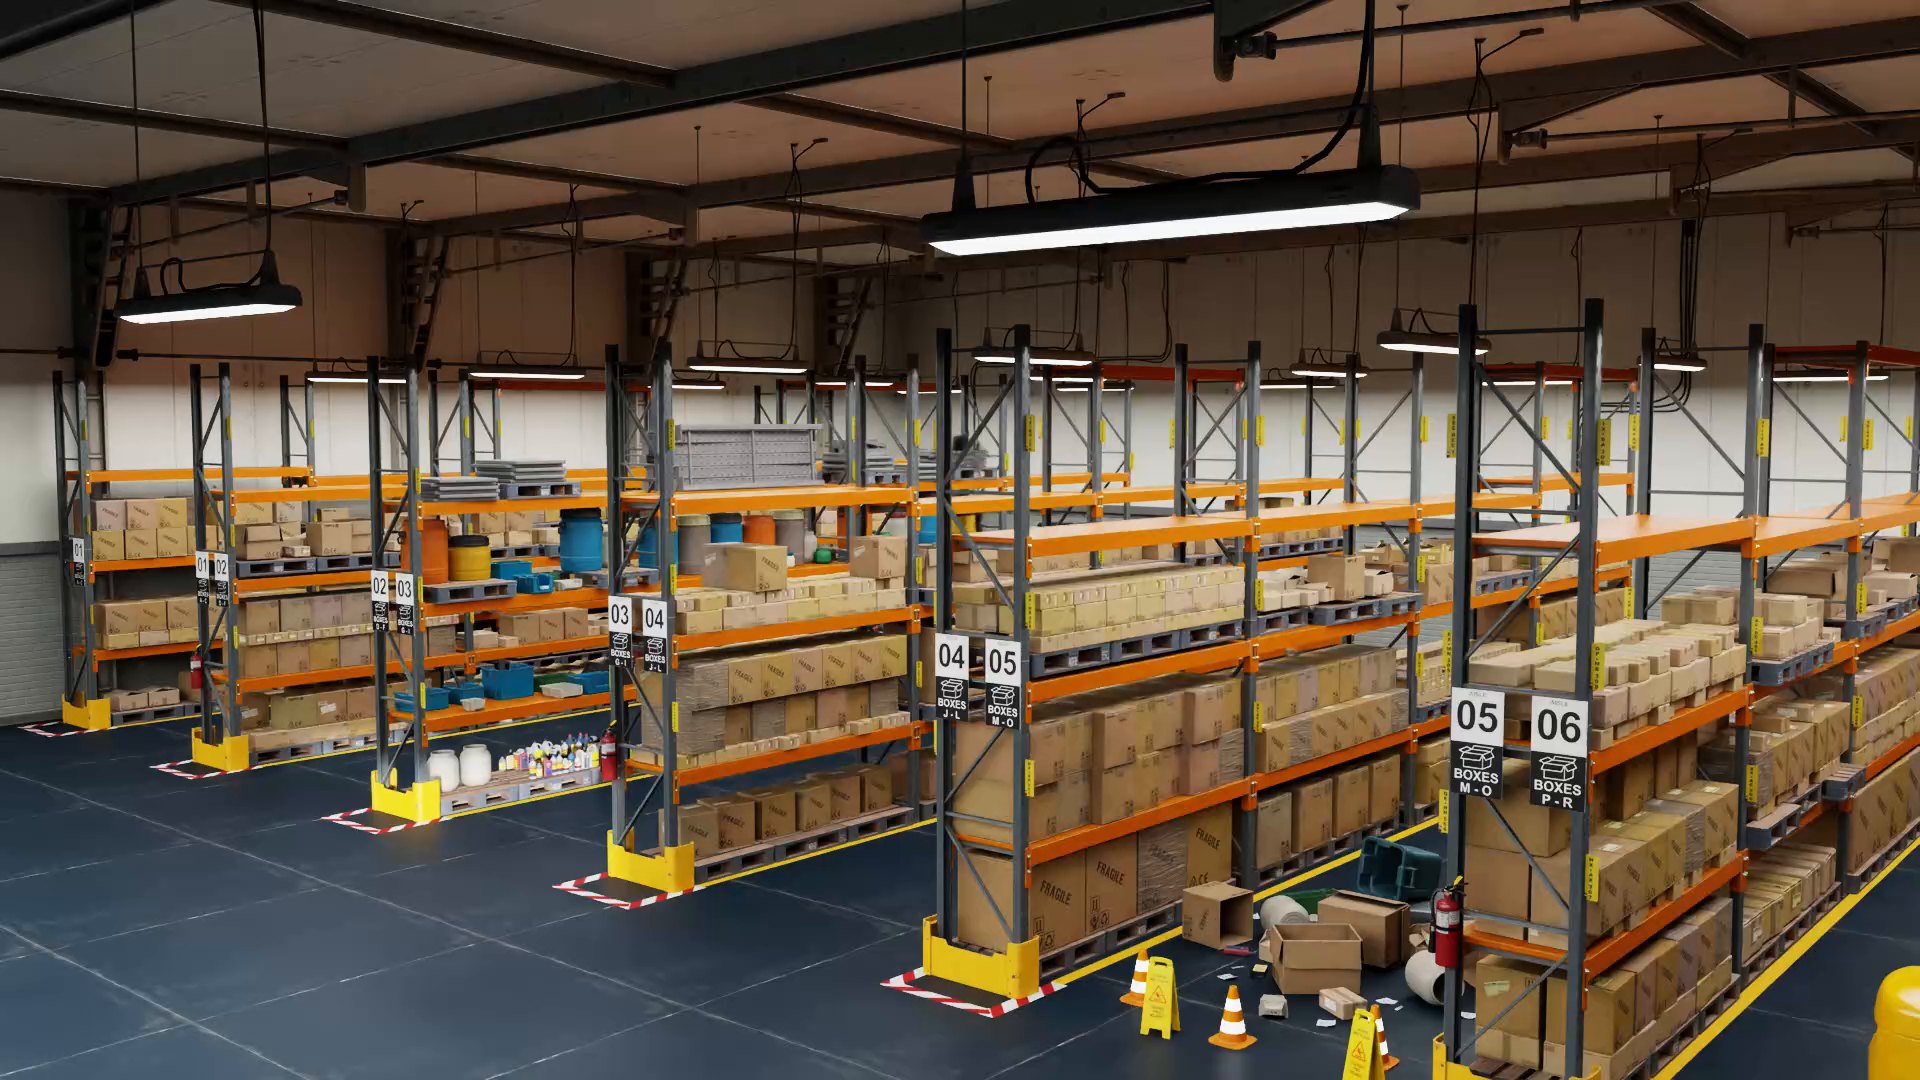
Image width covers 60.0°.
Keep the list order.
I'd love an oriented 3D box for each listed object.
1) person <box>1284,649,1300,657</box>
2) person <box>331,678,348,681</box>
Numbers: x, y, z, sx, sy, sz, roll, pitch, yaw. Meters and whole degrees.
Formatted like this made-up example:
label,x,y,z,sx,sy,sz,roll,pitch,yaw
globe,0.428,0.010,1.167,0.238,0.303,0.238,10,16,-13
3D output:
label,x,y,z,sx,sy,sz,roll,pitch,yaw
person,5.297,2.476,26.137,0.626,1.593,0.701,-3,5,-32
person,-10.418,2.275,28.170,0.651,1.734,0.627,2,5,28
